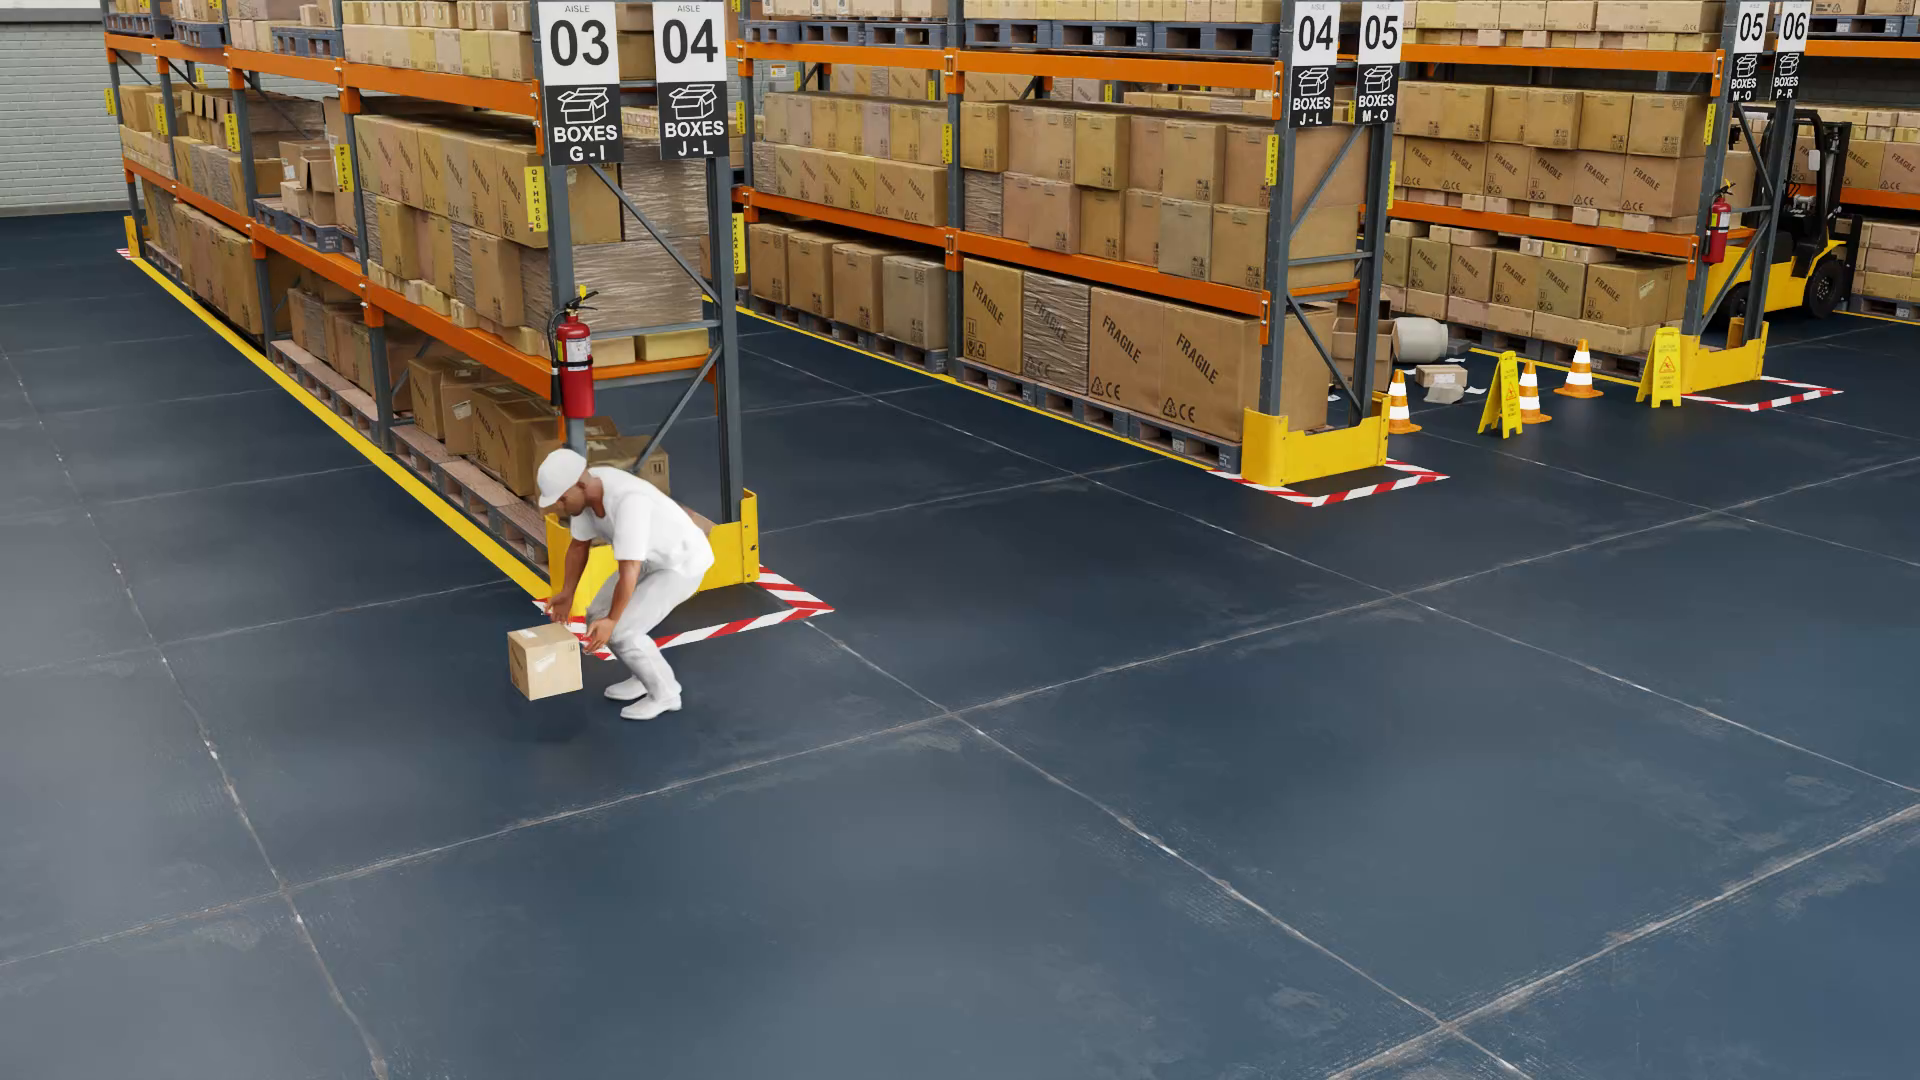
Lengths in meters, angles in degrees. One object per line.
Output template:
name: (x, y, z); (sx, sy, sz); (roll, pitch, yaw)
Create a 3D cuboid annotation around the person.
person: (-1.529, 0.177, 7.703); (0.802, 1.317, 0.630); (-11, 21, -31)
